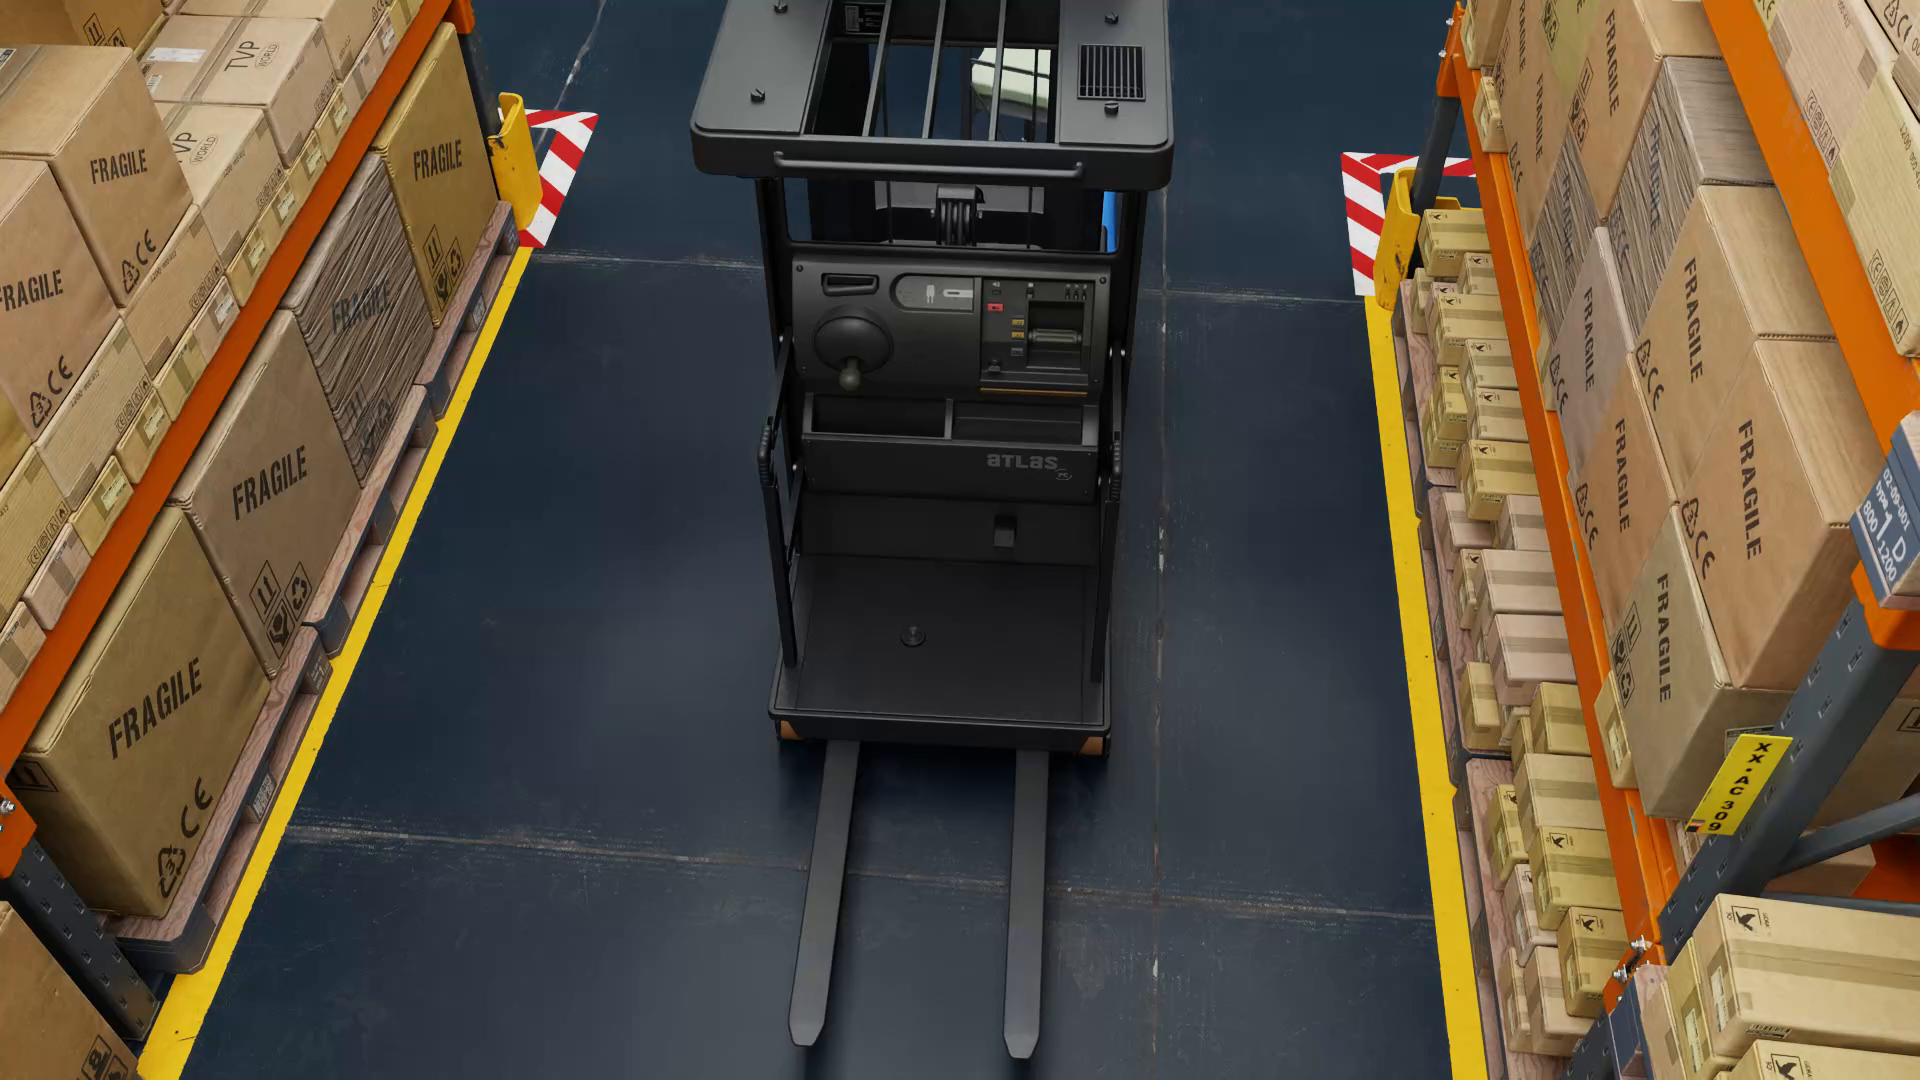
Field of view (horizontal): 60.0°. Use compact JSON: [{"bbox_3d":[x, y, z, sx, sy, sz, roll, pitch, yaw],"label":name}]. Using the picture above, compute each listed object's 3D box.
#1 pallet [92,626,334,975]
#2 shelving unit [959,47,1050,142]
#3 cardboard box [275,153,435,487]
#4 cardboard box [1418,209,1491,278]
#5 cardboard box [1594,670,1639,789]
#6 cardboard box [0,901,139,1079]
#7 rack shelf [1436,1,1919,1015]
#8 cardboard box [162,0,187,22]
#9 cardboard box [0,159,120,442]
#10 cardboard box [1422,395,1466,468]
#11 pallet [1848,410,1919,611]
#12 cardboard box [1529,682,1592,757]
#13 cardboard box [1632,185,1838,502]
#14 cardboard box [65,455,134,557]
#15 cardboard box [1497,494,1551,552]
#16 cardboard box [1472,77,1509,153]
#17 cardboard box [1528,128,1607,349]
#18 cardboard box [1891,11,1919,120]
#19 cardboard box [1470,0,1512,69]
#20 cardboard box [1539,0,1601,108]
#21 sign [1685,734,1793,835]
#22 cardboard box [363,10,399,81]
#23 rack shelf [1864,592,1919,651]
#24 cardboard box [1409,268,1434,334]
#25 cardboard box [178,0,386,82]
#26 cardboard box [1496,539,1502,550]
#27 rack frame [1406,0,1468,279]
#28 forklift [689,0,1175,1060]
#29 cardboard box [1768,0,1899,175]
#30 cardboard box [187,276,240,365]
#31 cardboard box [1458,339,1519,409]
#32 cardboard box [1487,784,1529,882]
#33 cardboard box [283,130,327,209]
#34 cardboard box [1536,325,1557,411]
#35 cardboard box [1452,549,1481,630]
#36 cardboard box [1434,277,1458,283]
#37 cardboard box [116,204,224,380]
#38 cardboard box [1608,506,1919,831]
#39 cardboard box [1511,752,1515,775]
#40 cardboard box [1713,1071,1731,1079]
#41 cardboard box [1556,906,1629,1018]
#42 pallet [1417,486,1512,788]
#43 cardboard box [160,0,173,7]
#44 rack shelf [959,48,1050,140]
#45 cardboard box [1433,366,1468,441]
[{"bbox_3d":[-2.745,0.777,5.397,1.003,0.211,1.213,4,48,4],"label":"pallet"},{"bbox_3d":[0.326,-1.483,6.590,0.431,1.500,0.755,16,49,14],"label":"shelving unit"},{"bbox_3d":[-2.589,-0.831,6.132,0.875,0.875,0.875,4,48,4],"label":"cardboard box"},{"bbox_3d":[2.016,-1.161,6.523,0.380,0.149,0.250,2,48,2],"label":"cardboard box"},{"bbox_3d":[1.746,0.459,3.967,0.380,0.149,0.250,3,48,2],"label":"cardboard box"},{"bbox_3d":[-2.931,1.436,4.059,1.225,0.875,0.875,4,48,4],"label":"cardboard box"},{"bbox_3d":[2.220,-0.430,5.098,1.077,0.370,4.000,4,48,4],"label":"rack shelf"},{"bbox_3d":[-2.881,-1.883,5.840,0.500,0.250,0.500,3,48,3],"label":"cardboard box"},{"bbox_3d":[-2.541,-0.610,4.167,0.500,0.500,0.500,4,48,4],"label":"cardboard box"},{"bbox_3d":[1.945,-0.397,6.228,0.380,0.149,0.250,4,48,4],"label":"cardboard box"},{"bbox_3d":[1.875,0.294,2.042,1.213,0.211,1.003,4,48,4],"label":"pallet"},{"bbox_3d":[1.912,0.578,4.932,0.380,0.149,0.250,5,48,5],"label":"cardboard box"},{"bbox_3d":[1.853,-0.419,3.653,0.500,0.500,0.500,3,48,2],"label":"cardboard box"},{"bbox_3d":[-2.487,-0.108,4.486,0.380,0.149,0.250,5,48,5],"label":"cardboard box"},{"bbox_3d":[1.988,-0.001,5.462,0.380,0.149,0.250,4,48,4],"label":"cardboard box"},{"bbox_3d":[1.987,-1.458,5.721,0.380,0.149,0.250,3,48,2],"label":"cardboard box"},{"bbox_3d":[1.965,-0.836,4.713,0.500,0.500,0.500,3,48,3],"label":"cardboard box"},{"bbox_3d":[1.827,-0.690,2.578,0.500,0.250,0.500,2,48,2],"label":"cardboard box"},{"bbox_3d":[2.086,-1.965,5.745,0.500,0.500,0.500,6,48,5],"label":"cardboard box"},{"bbox_3d":[1.988,-1.550,4.688,0.500,0.500,0.500,3,48,3],"label":"cardboard box"},{"bbox_3d":[1.497,0.474,3.197,0.100,0.325,0.005,4,48,4],"label":"sign"},{"bbox_3d":[-2.278,-1.805,6.039,0.380,0.149,0.250,4,48,4],"label":"cardboard box"},{"bbox_3d":[1.856,1.497,1.303,1.077,0.370,4.000,4,48,4],"label":"rack shelf"},{"bbox_3d":[2.036,-0.959,6.741,0.380,0.149,0.250,5,48,4],"label":"cardboard box"},{"bbox_3d":[-2.355,-1.853,5.812,0.500,0.250,0.500,3,48,3],"label":"cardboard box"},{"bbox_3d":[2.005,0.111,5.561,0.380,0.149,0.250,6,48,5],"label":"cardboard box"},{"bbox_3d":[2.402,-2.142,6.177,1.000,3.000,0.127,4,48,4],"label":"rack frame"},{"bbox_3d":[-0.040,-0.525,4.744,1.130,2.935,3.031,3,48,2],"label":"forklift"},{"bbox_3d":[1.871,-0.910,3.118,0.500,0.250,0.500,4,48,3],"label":"cardboard box"},{"bbox_3d":[-2.417,-0.674,5.004,0.380,0.149,0.250,4,48,4],"label":"cardboard box"},{"bbox_3d":[2.020,-0.586,5.997,0.380,0.149,0.250,2,48,2],"label":"cardboard box"},{"bbox_3d":[1.769,0.866,4.871,0.380,0.149,0.250,2,48,2],"label":"cardboard box"},{"bbox_3d":[-2.347,-1.240,5.522,0.380,0.149,0.250,4,48,4],"label":"cardboard box"},{"bbox_3d":[1.902,-0.498,4.843,0.380,0.149,0.250,5,48,4],"label":"cardboard box"},{"bbox_3d":[1.908,0.179,5.701,0.380,0.149,0.250,4,48,4],"label":"cardboard box"},{"bbox_3d":[2.099,-1.055,6.628,0.380,0.149,0.250,6,48,5],"label":"cardboard box"},{"bbox_3d":[-2.497,-0.734,4.789,0.500,0.250,0.500,5,48,4],"label":"cardboard box"},{"bbox_3d":[1.801,0.288,3.684,0.500,0.500,0.500,4,48,4],"label":"cardboard box"},{"bbox_3d":[1.946,0.737,5.190,0.380,0.149,0.250,3,48,3],"label":"cardboard box"},{"bbox_3d":[1.522,1.089,2.906,0.380,0.149,0.250,3,48,3],"label":"cardboard box"},{"bbox_3d":[1.811,1.138,4.421,0.380,0.149,0.250,5,48,5],"label":"cardboard box"},{"bbox_3d":[2.172,0.343,5.793,1.003,0.211,1.213,4,48,4],"label":"pallet"},{"bbox_3d":[-2.886,-2.151,5.577,0.500,0.500,0.500,3,48,3],"label":"cardboard box"},{"bbox_3d":[0.326,-1.747,6.302,0.431,0.370,0.720,16,49,14],"label":"rack shelf"},{"bbox_3d":[1.952,-0.490,6.111,0.380,0.149,0.250,5,48,5],"label":"cardboard box"}]
